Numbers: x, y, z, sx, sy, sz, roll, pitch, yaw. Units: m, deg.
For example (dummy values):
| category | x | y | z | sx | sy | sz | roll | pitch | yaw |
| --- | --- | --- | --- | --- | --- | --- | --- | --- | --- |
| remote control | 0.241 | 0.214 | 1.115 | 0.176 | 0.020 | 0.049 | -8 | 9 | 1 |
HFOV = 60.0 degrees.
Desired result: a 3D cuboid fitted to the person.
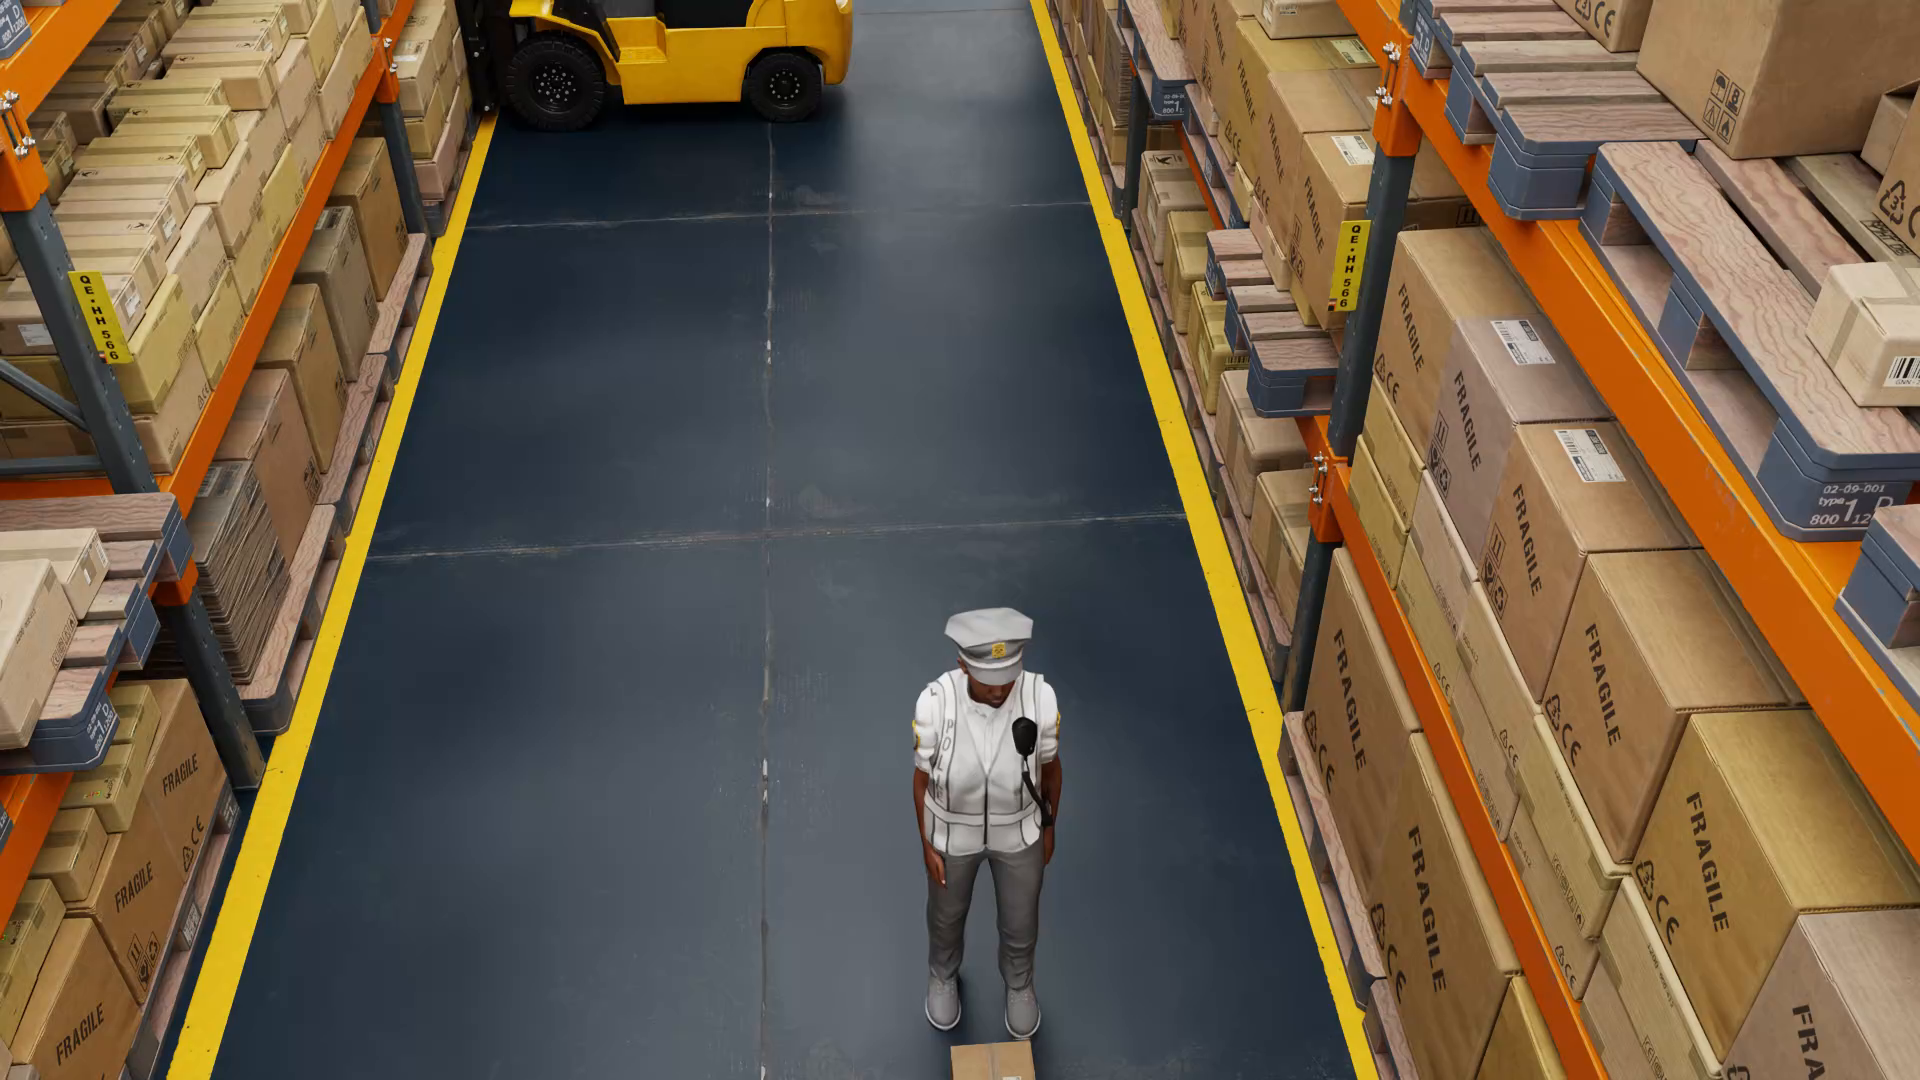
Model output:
| category | x | y | z | sx | sy | sz | roll | pitch | yaw |
| --- | --- | --- | --- | --- | --- | --- | --- | --- | --- |
| person | 0.085 | 0.889 | 5.061 | 0.447 | 1.690 | 0.358 | -2 | 39 | -3 |
